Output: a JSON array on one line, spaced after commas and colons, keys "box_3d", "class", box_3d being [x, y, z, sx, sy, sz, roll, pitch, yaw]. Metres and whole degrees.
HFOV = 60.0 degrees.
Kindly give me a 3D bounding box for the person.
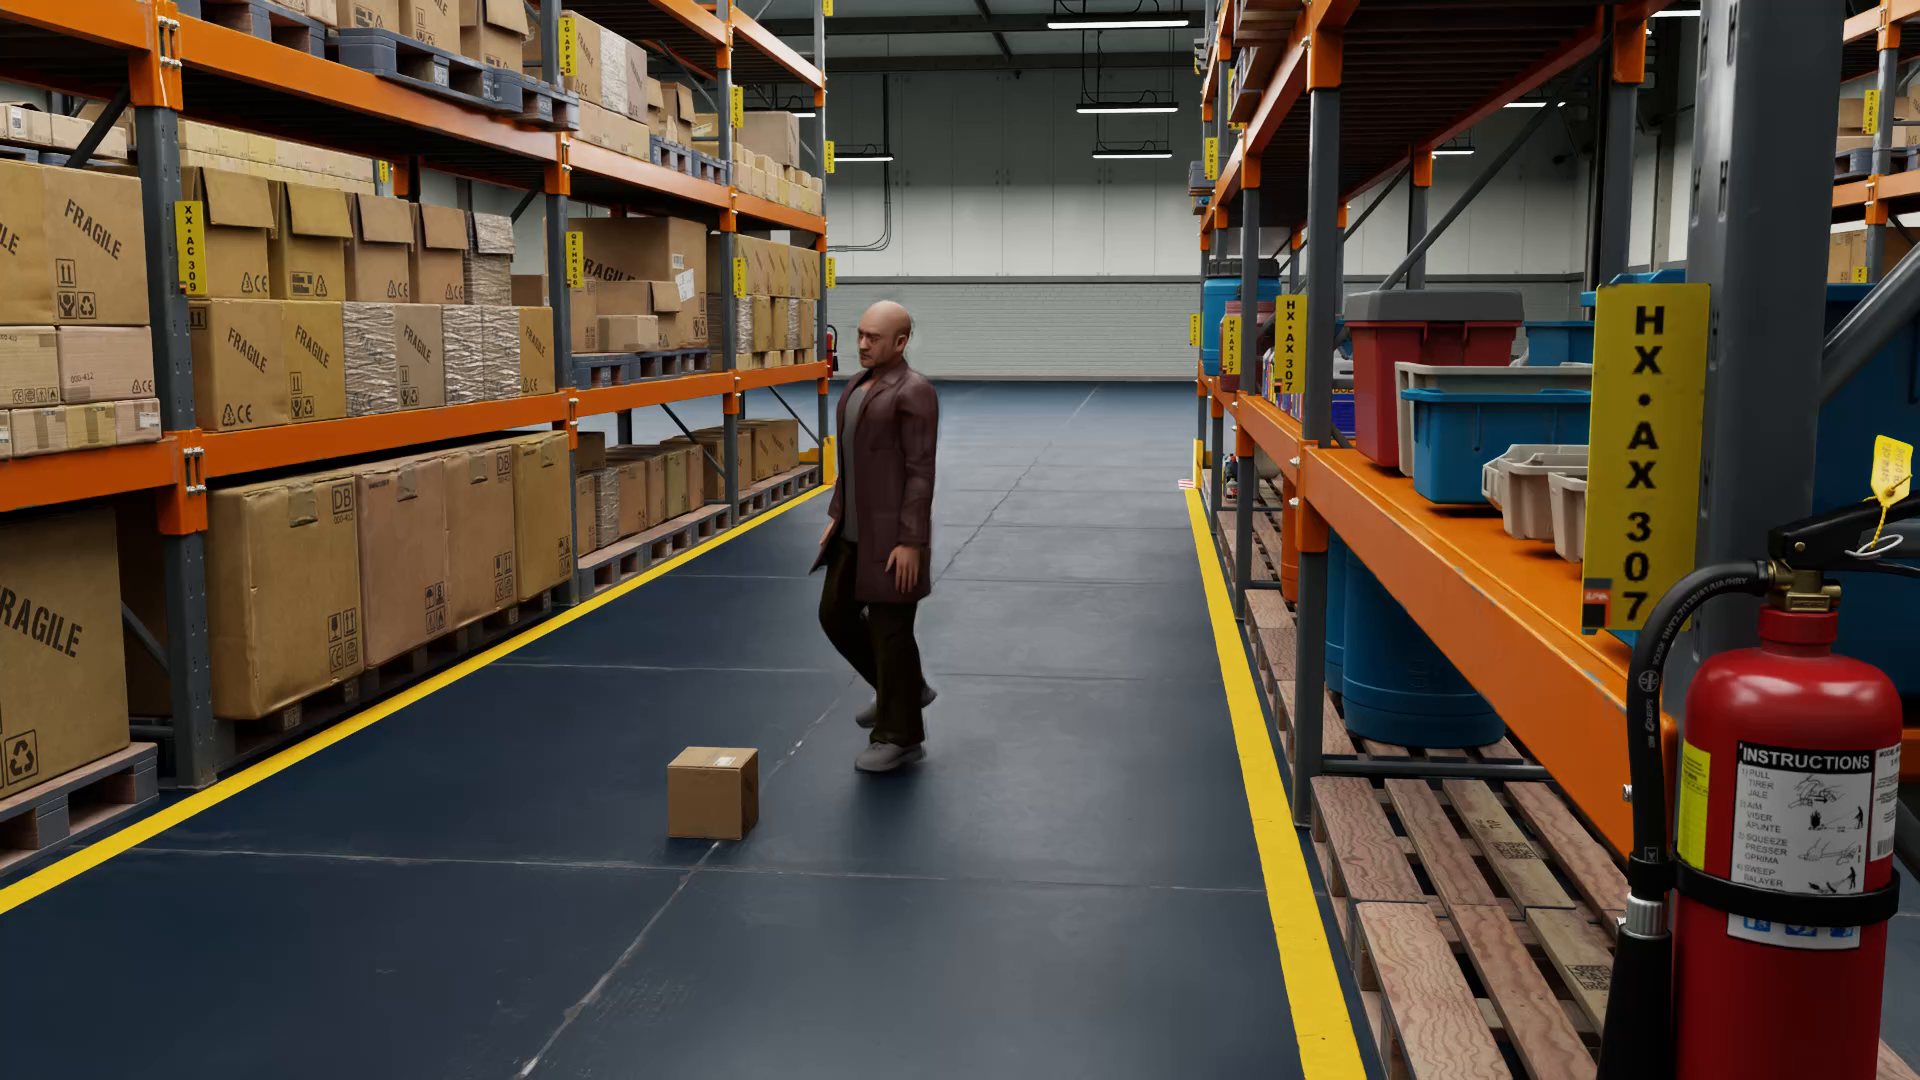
[{"box_3d": [-0.321, -0.233, 6.293, 0.377, 0.945, 0.630, -5, 9, -32], "class": "person"}]
